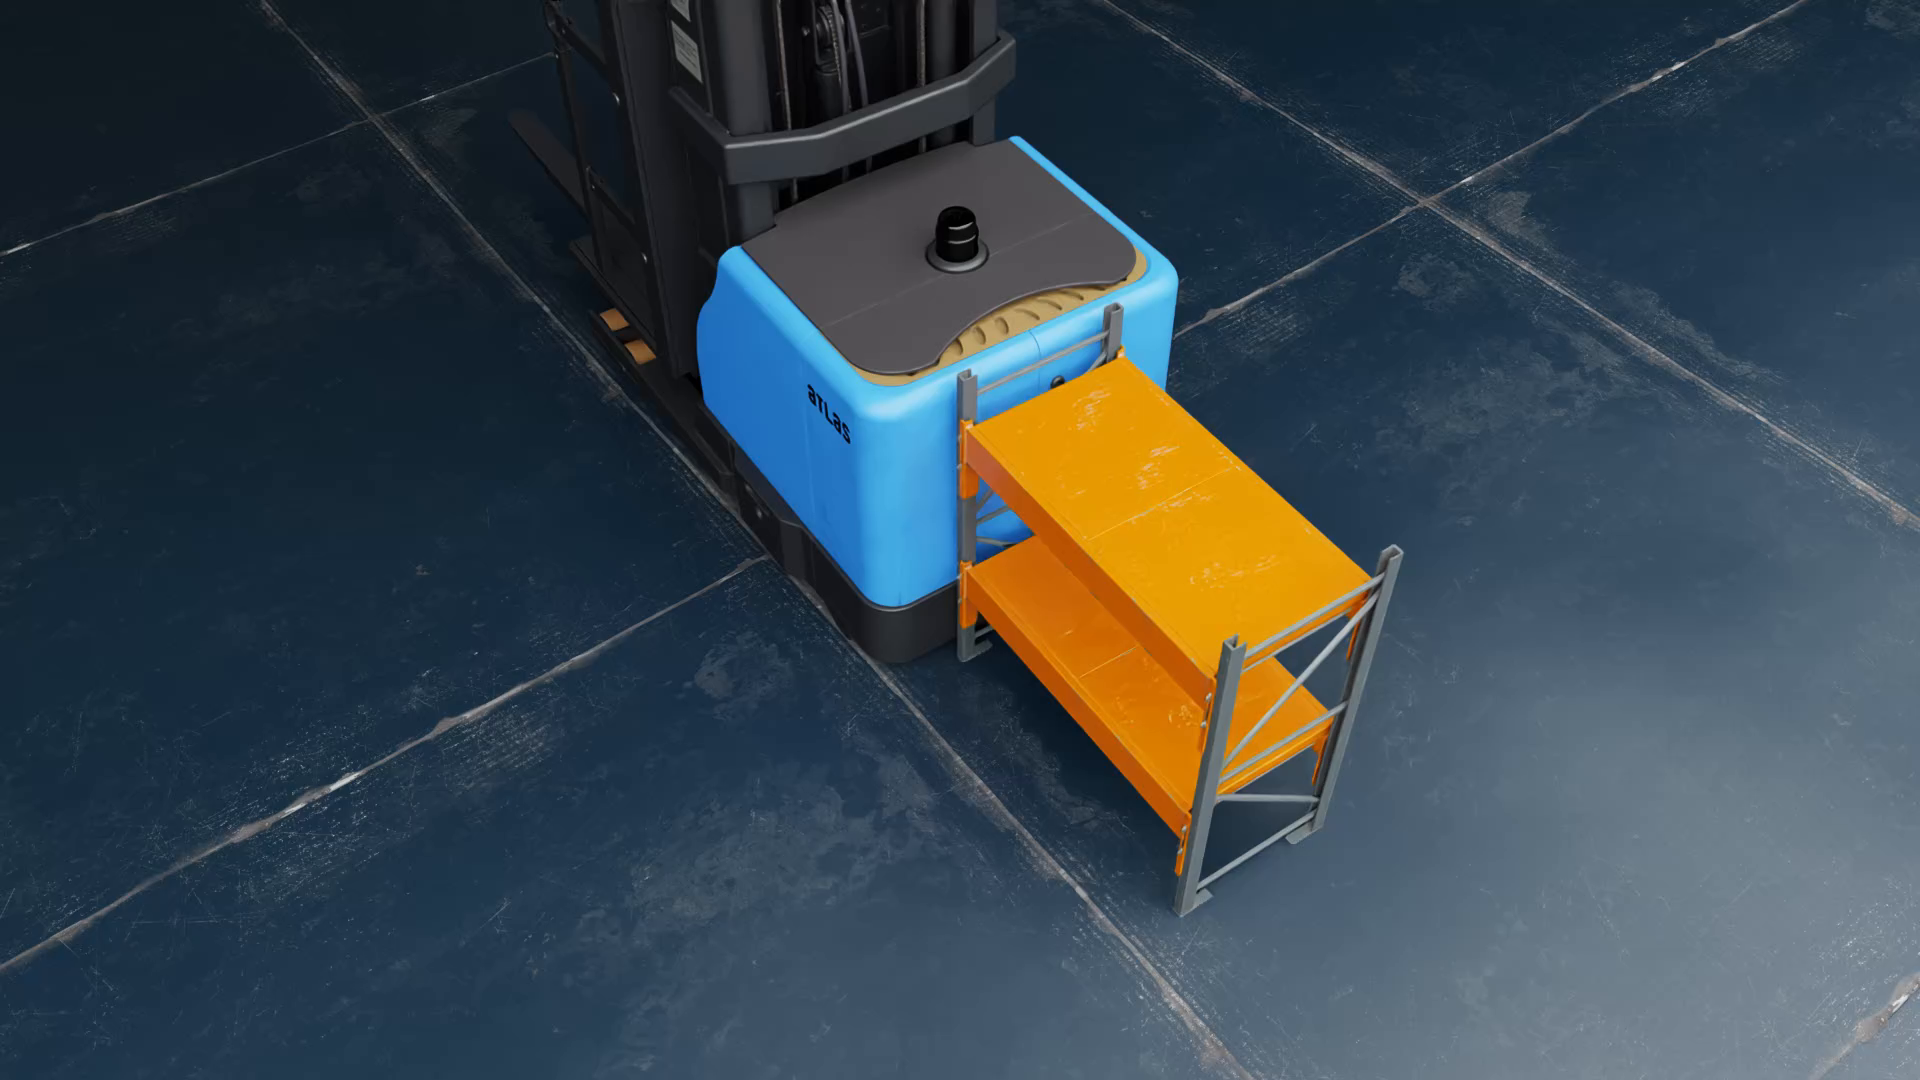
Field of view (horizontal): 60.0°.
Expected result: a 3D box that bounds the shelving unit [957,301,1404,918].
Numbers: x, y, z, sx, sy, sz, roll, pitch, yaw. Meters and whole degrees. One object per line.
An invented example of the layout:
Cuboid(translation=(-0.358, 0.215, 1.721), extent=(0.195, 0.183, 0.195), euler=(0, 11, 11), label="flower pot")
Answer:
Cuboid(translation=(0.491, 0.187, 4.321), extent=(0.538, 1.125, 1.048), euler=(-27, 53, -22), label="shelving unit")

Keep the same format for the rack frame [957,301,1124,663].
Cuboid(translation=(0.207, -0.125, 4.604), extent=(0.500, 1.125, 0.032), euler=(-27, 53, -22), label="rack frame")

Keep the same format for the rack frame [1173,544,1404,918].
Cuboid(translation=(0.775, 0.499, 4.038), extent=(0.500, 1.125, 0.032), euler=(-27, 53, -22), label="rack frame")

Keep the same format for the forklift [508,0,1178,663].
Cuboid(translation=(-0.632, -1.694, 4.807), extent=(1.130, 2.935, 3.031), euler=(-27, 53, -22), label="forklift")

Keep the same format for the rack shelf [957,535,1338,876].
Cuboid(translation=(0.491, 0.351, 4.502), extent=(0.538, 0.278, 1.000), euler=(-27, 53, -22), label="rack shelf")

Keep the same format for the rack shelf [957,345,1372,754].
Cuboid(translation=(0.491, -0.010, 4.104), extent=(0.538, 0.278, 1.000), euler=(-27, 53, -22), label="rack shelf")
